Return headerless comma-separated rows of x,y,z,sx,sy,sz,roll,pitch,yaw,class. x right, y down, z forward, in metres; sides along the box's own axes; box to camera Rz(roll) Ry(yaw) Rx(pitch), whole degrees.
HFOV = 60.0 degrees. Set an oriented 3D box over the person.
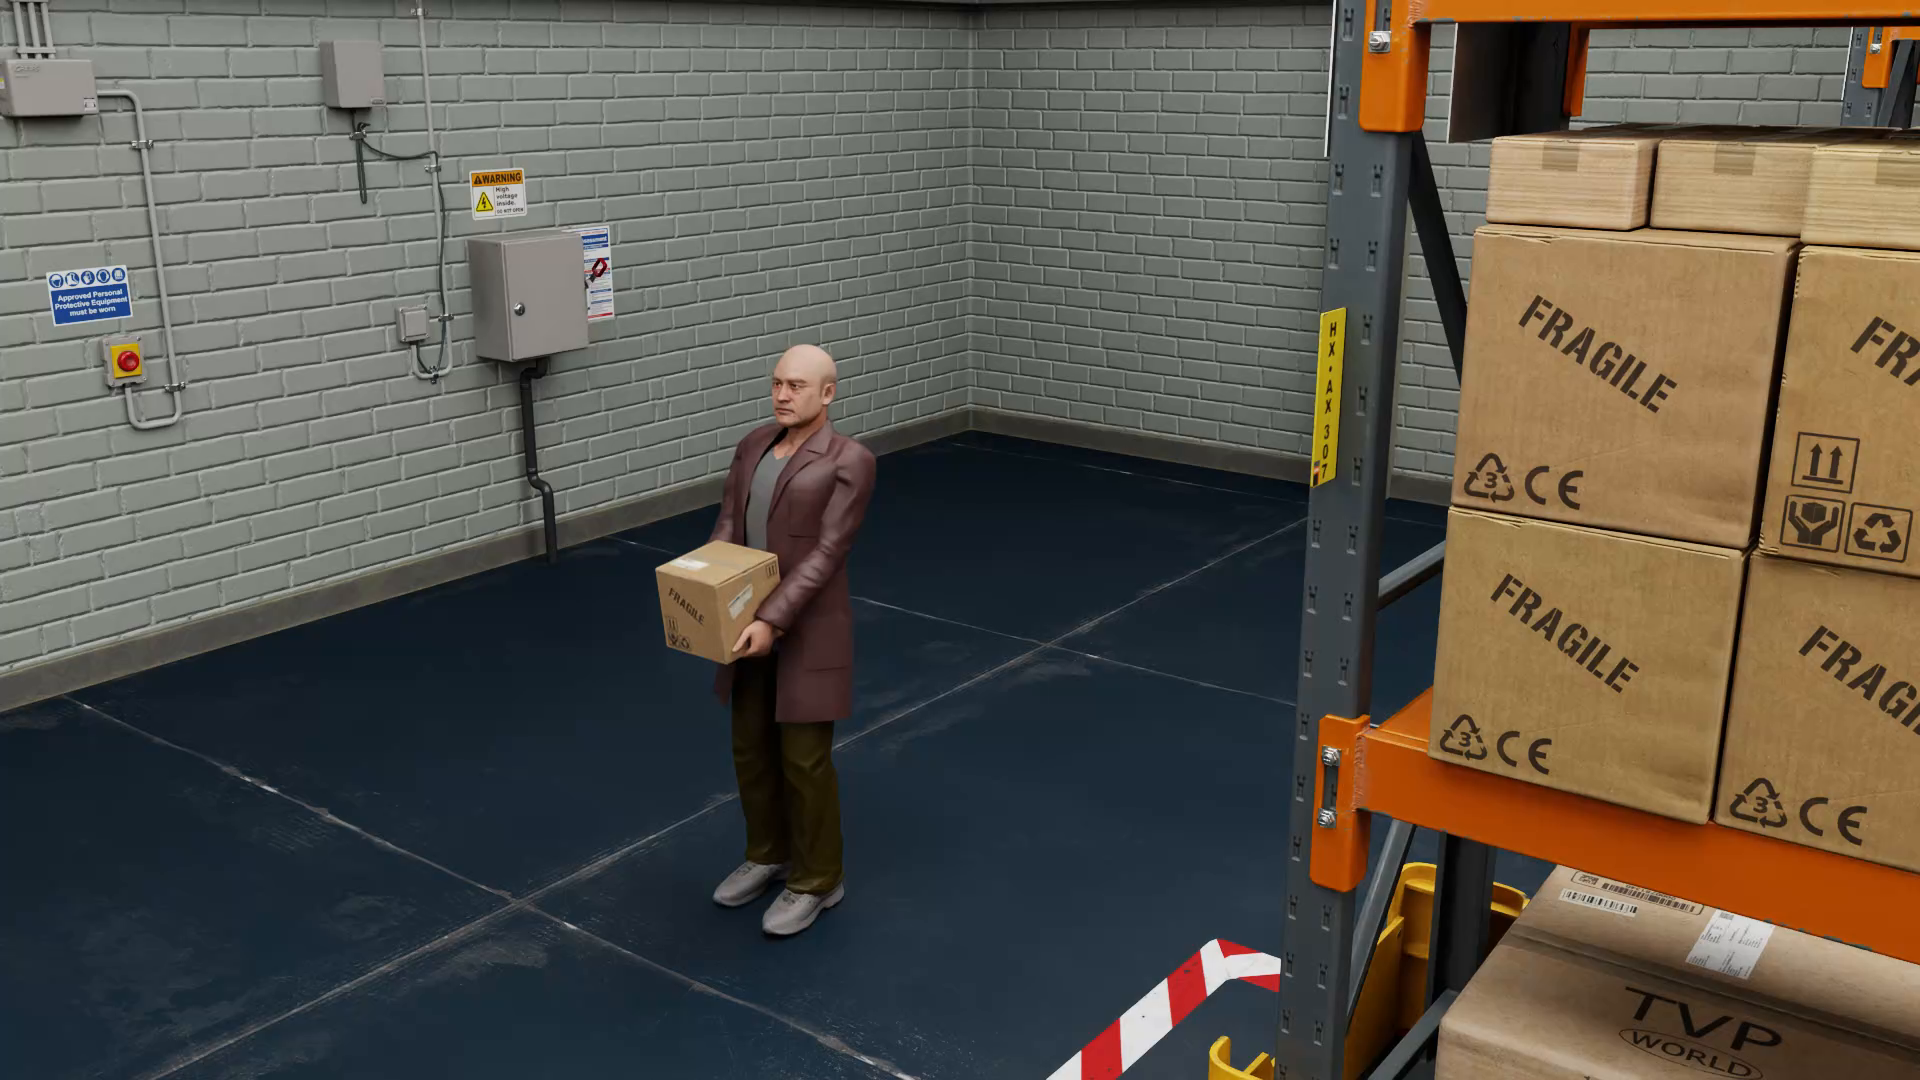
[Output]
-0.571,0.312,5.006,0.529,1.771,0.554,12,20,36,person
